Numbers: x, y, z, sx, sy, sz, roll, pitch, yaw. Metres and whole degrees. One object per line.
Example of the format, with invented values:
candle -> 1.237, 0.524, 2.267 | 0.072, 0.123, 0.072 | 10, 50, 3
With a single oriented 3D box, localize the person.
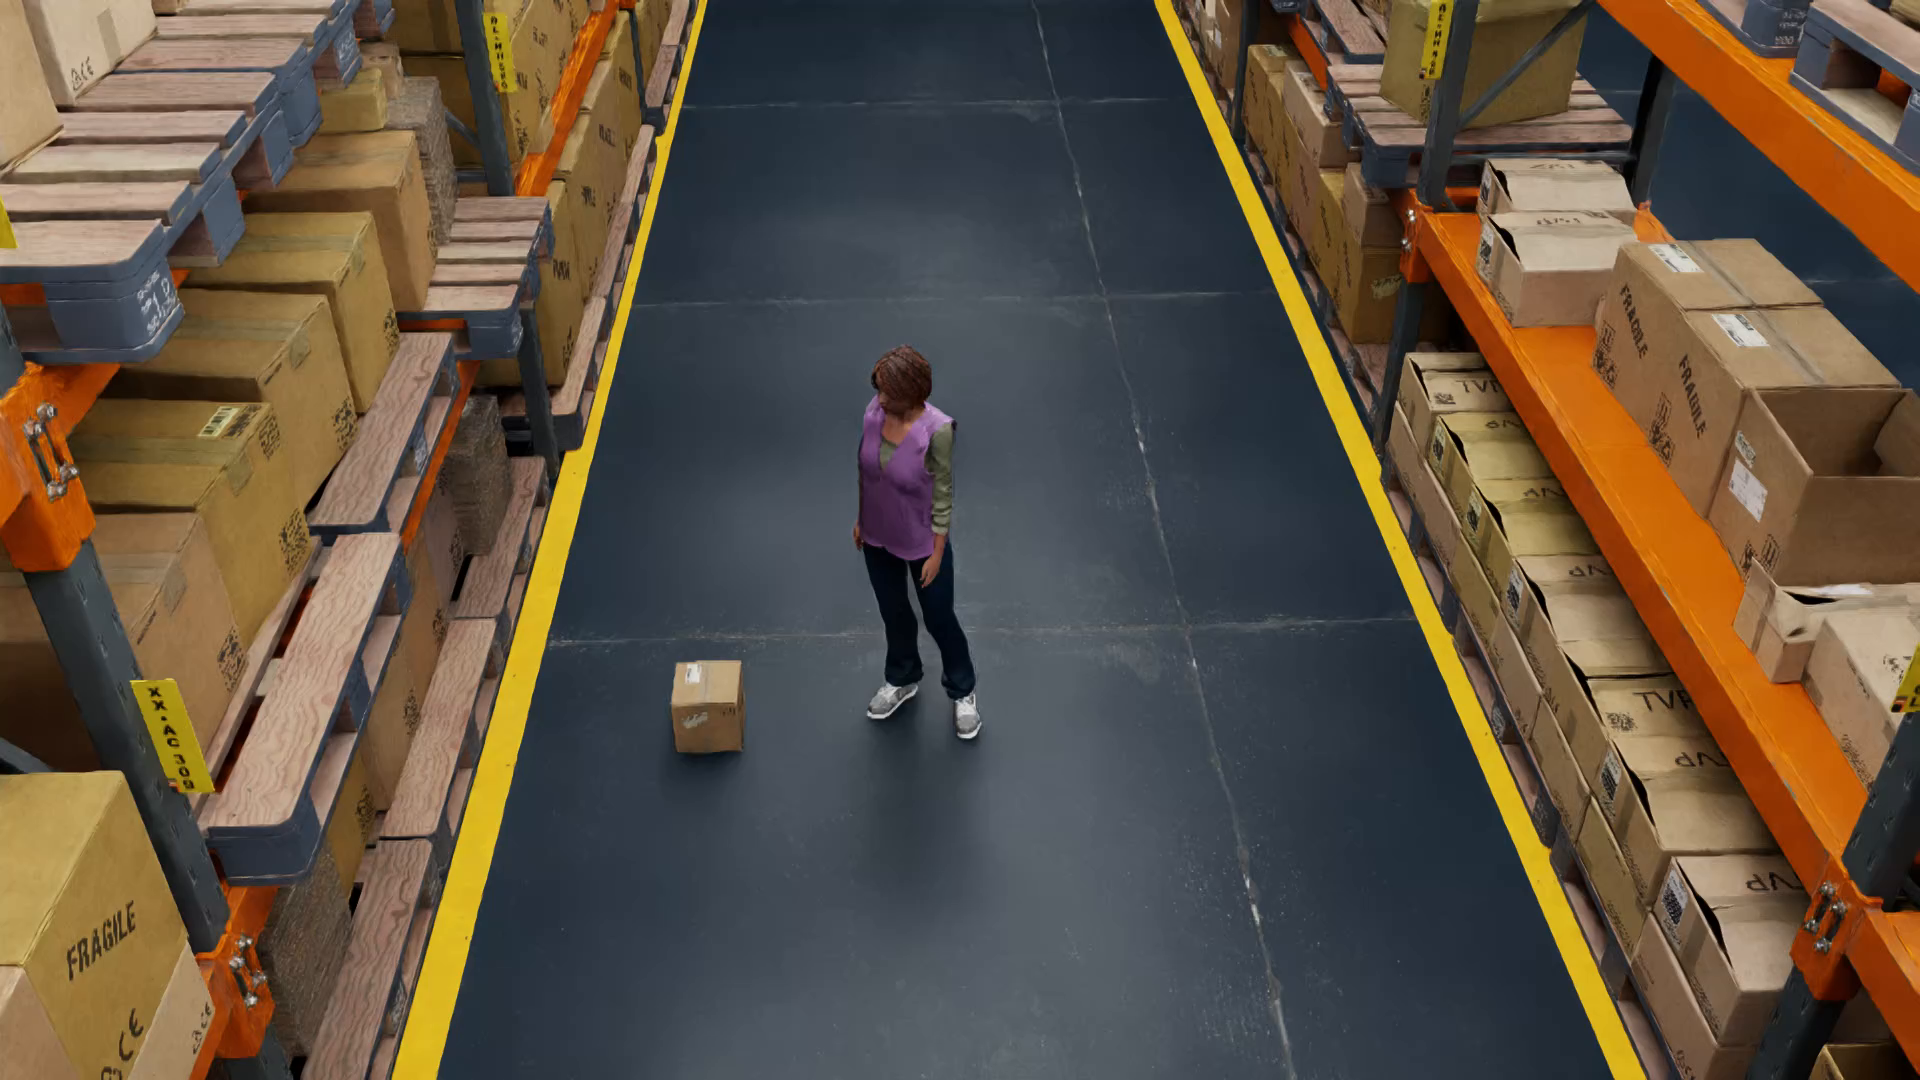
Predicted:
person -> -0.161, 0.017, 6.117 | 0.574, 1.599, 0.337 | 20, 40, 26
